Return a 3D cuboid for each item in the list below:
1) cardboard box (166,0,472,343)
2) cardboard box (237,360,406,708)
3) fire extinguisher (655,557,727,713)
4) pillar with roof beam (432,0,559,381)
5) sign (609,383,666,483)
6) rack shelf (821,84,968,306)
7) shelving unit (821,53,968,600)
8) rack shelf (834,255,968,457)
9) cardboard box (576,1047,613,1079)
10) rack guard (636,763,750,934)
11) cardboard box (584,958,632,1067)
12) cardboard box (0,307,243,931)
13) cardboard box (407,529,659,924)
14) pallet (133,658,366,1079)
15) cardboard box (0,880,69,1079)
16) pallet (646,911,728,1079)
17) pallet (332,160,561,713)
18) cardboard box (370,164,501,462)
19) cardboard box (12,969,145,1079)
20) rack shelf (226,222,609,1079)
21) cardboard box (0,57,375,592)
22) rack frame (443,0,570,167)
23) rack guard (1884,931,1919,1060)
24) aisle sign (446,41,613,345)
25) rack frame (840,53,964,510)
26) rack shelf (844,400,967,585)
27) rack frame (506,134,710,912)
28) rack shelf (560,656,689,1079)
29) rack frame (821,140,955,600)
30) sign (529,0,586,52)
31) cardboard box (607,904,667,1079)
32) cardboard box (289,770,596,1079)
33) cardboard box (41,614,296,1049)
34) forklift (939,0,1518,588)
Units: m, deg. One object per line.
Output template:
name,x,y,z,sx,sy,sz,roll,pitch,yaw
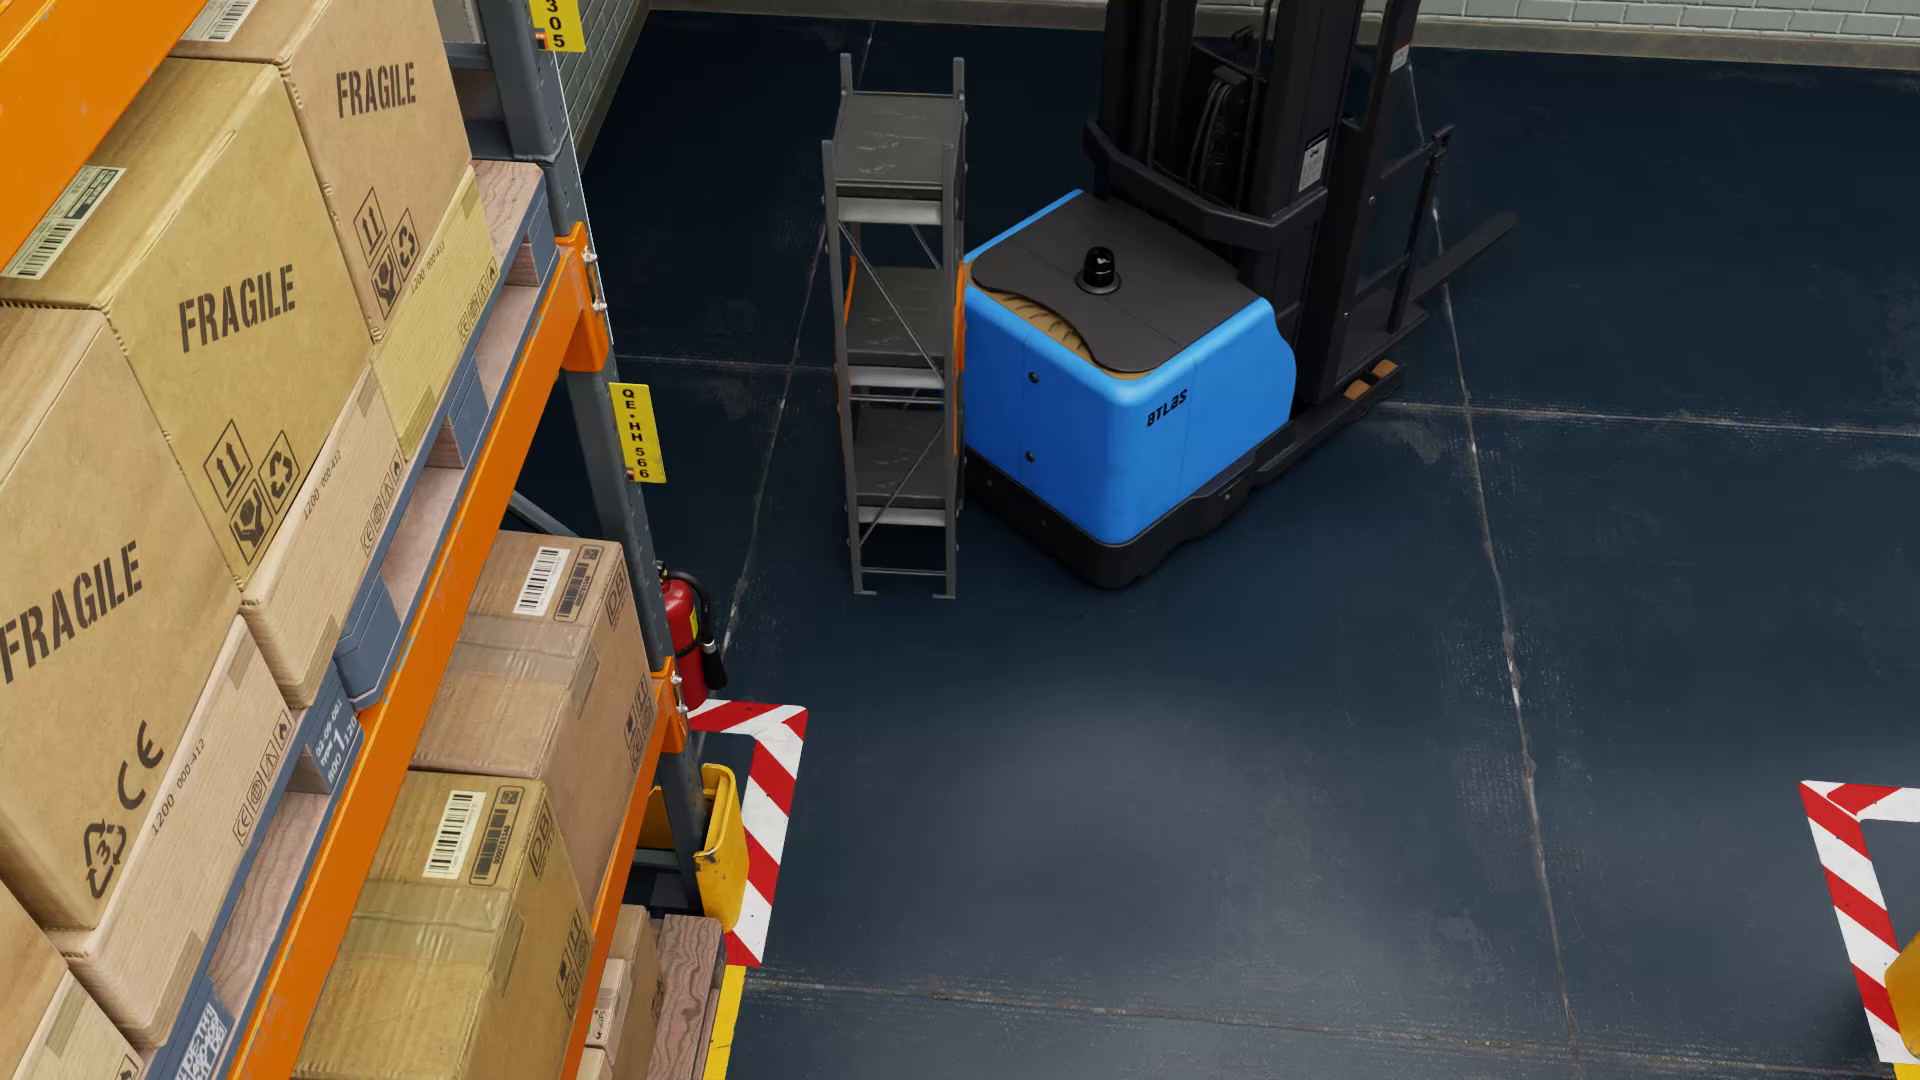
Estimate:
cardboard box,-1.118,-0.667,2.561,0.500,0.500,0.500,4,48,3
cardboard box,-1.171,-0.031,2.488,0.500,0.250,0.500,2,48,2
fire extinguisher,-0.849,0.240,4.829,0.296,0.674,0.183,4,48,4
pillar with roof beam,2.349,-3.610,3.979,9.100,9.000,0.400,4,48,4
sign,-0.784,-0.256,4.033,0.100,0.325,0.005,4,48,4
rack shelf,-0.203,-1.131,5.457,0.431,0.518,0.480,3,48,3
shelving unit,-0.203,-0.667,5.963,0.431,2.100,0.503,3,48,3
rack shelf,-0.203,-0.658,5.973,0.431,0.518,0.480,3,48,3
cardboard box,-1.140,1.466,4.372,0.380,0.149,0.250,5,48,5
rack guard,-1.320,0.994,5.528,1.175,0.500,0.348,4,48,4
cardboard box,-1.117,1.278,4.544,0.380,0.149,0.250,3,48,3
cardboard box,-1.213,0.084,1.874,0.500,0.500,0.500,2,48,2
cardboard box,-1.359,0.442,4.136,0.980,0.700,0.700,6,48,5
pallet,-1.488,0.630,2.194,1.003,0.211,1.213,4,48,4
cardboard box,-1.263,0.470,1.522,0.500,0.500,0.500,4,48,4
pallet,-1.318,1.702,5.077,1.003,0.211,1.213,4,48,4
pallet,-1.380,-0.269,3.017,1.003,0.211,1.213,4,48,4
cardboard box,-1.125,-0.414,2.838,0.500,0.250,0.500,5,48,5
cardboard box,-1.262,0.729,1.793,0.500,0.250,0.500,3,48,2
rack shelf,-1.505,0.868,2.404,1.077,0.370,4.000,4,48,4
cardboard box,-1.174,-0.300,2.225,0.500,0.500,0.500,5,48,5
rack frame,-1.323,-1.857,2.376,1.000,3.000,0.127,4,48,4
rack guard,3.604,1.397,5.159,1.175,0.500,0.348,4,48,4
aisle sign,-1.017,-0.743,3.661,0.394,0.787,0.004,4,48,4
rack frame,-0.187,-0.847,6.128,0.400,2.100,0.015,3,48,3
rack shelf,-0.203,-0.186,6.490,0.431,0.518,0.480,3,48,3
rack frame,-1.323,0.168,4.590,1.000,3.000,0.127,4,48,4
rack shelf,-1.505,1.880,3.511,1.077,0.370,4.000,4,48,4
rack frame,-0.219,-0.488,5.799,0.400,2.100,0.015,3,48,3
sign,-0.784,-1.070,3.143,0.100,0.325,0.005,4,48,4
cardboard box,-1.287,1.391,4.881,0.700,0.500,0.500,4,48,4
cardboard box,-1.414,0.977,3.646,0.980,0.700,0.700,4,48,3
cardboard box,-1.214,0.352,2.138,0.500,0.250,0.500,3,48,2
forklift,1.319,-1.771,6.410,3.031,2.935,1.130,-35,57,-28
